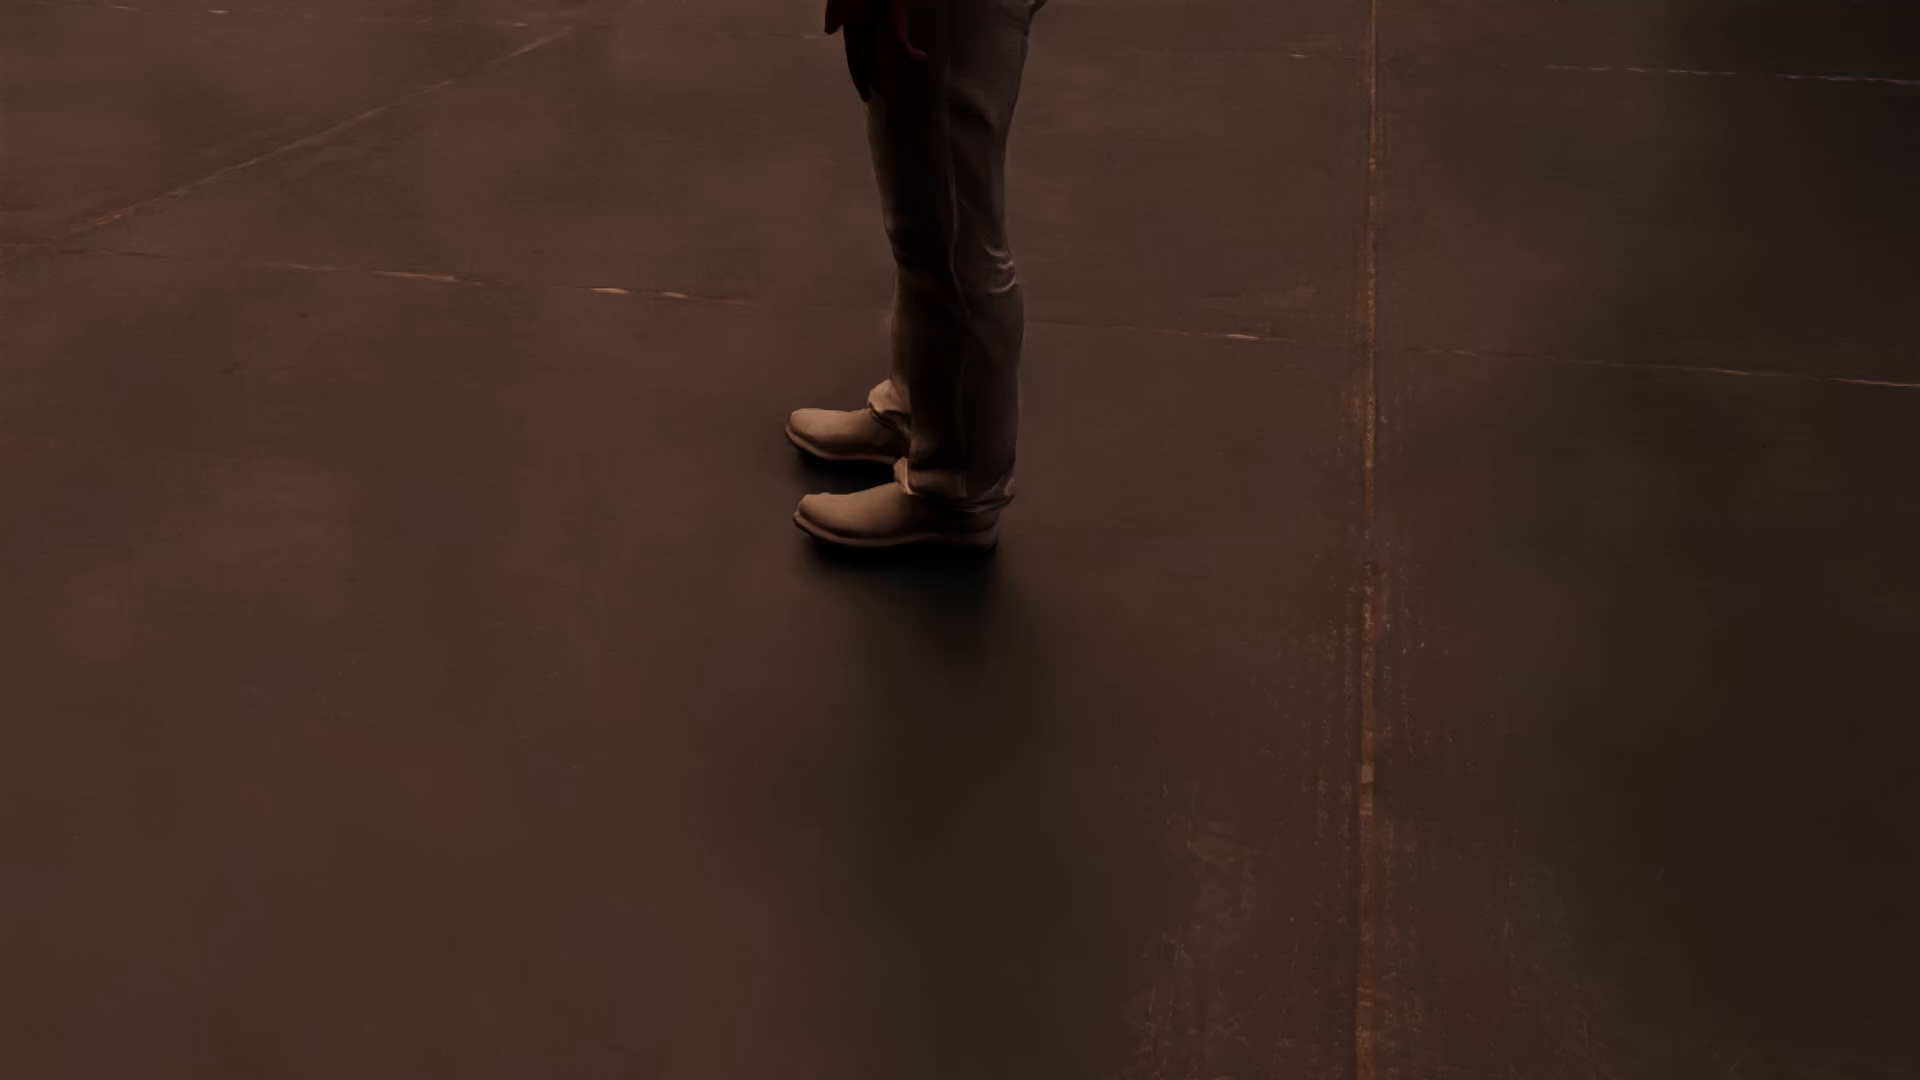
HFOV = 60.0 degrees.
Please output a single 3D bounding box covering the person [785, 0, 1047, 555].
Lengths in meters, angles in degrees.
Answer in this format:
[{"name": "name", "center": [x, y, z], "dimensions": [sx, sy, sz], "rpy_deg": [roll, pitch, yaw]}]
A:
[{"name": "person", "center": [-0.067, -0.801, 2.119], "dimensions": [0.576, 1.760, 0.665], "rpy_deg": [6, 27, 11]}]
